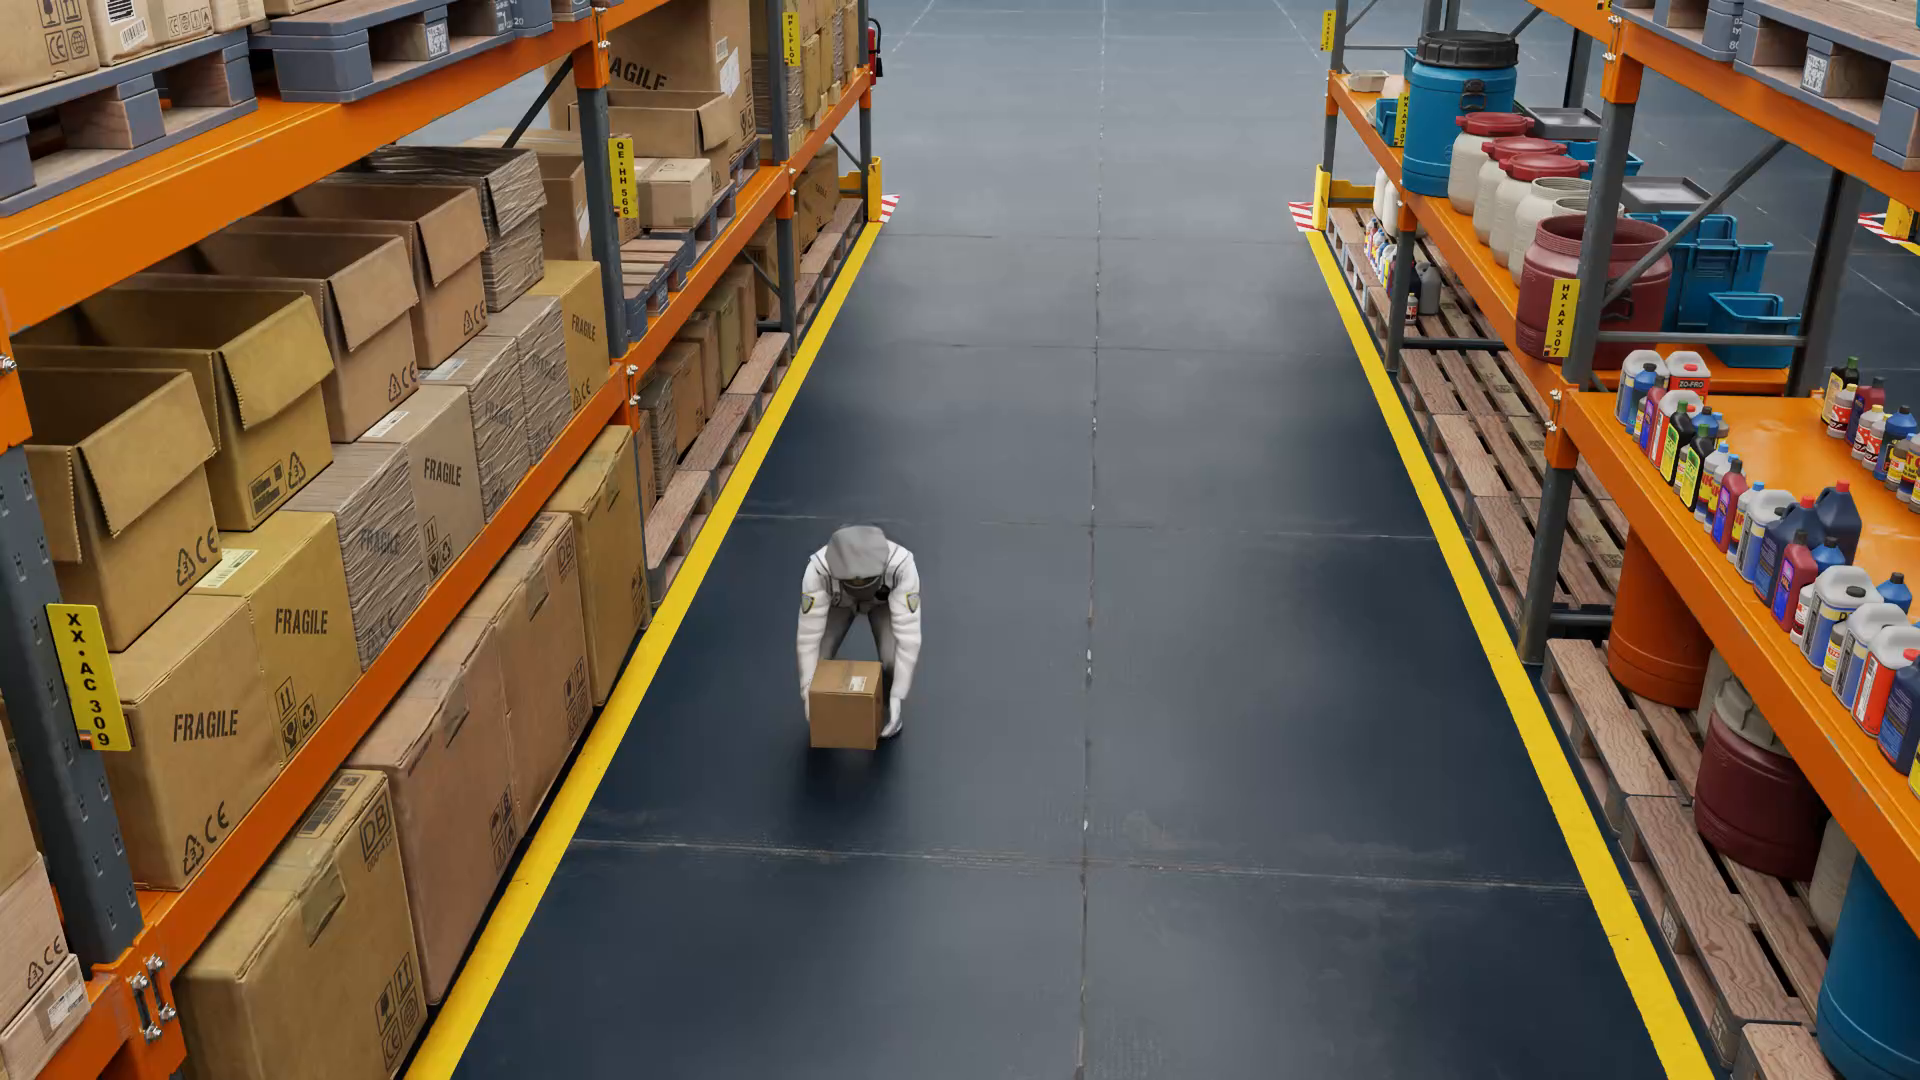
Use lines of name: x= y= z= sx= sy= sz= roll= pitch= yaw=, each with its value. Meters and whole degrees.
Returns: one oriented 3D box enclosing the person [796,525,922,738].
person: x=-0.387 y=0.324 z=6.680 sx=0.499 sy=1.020 sz=0.820 roll=2 pitch=25 yaw=4
